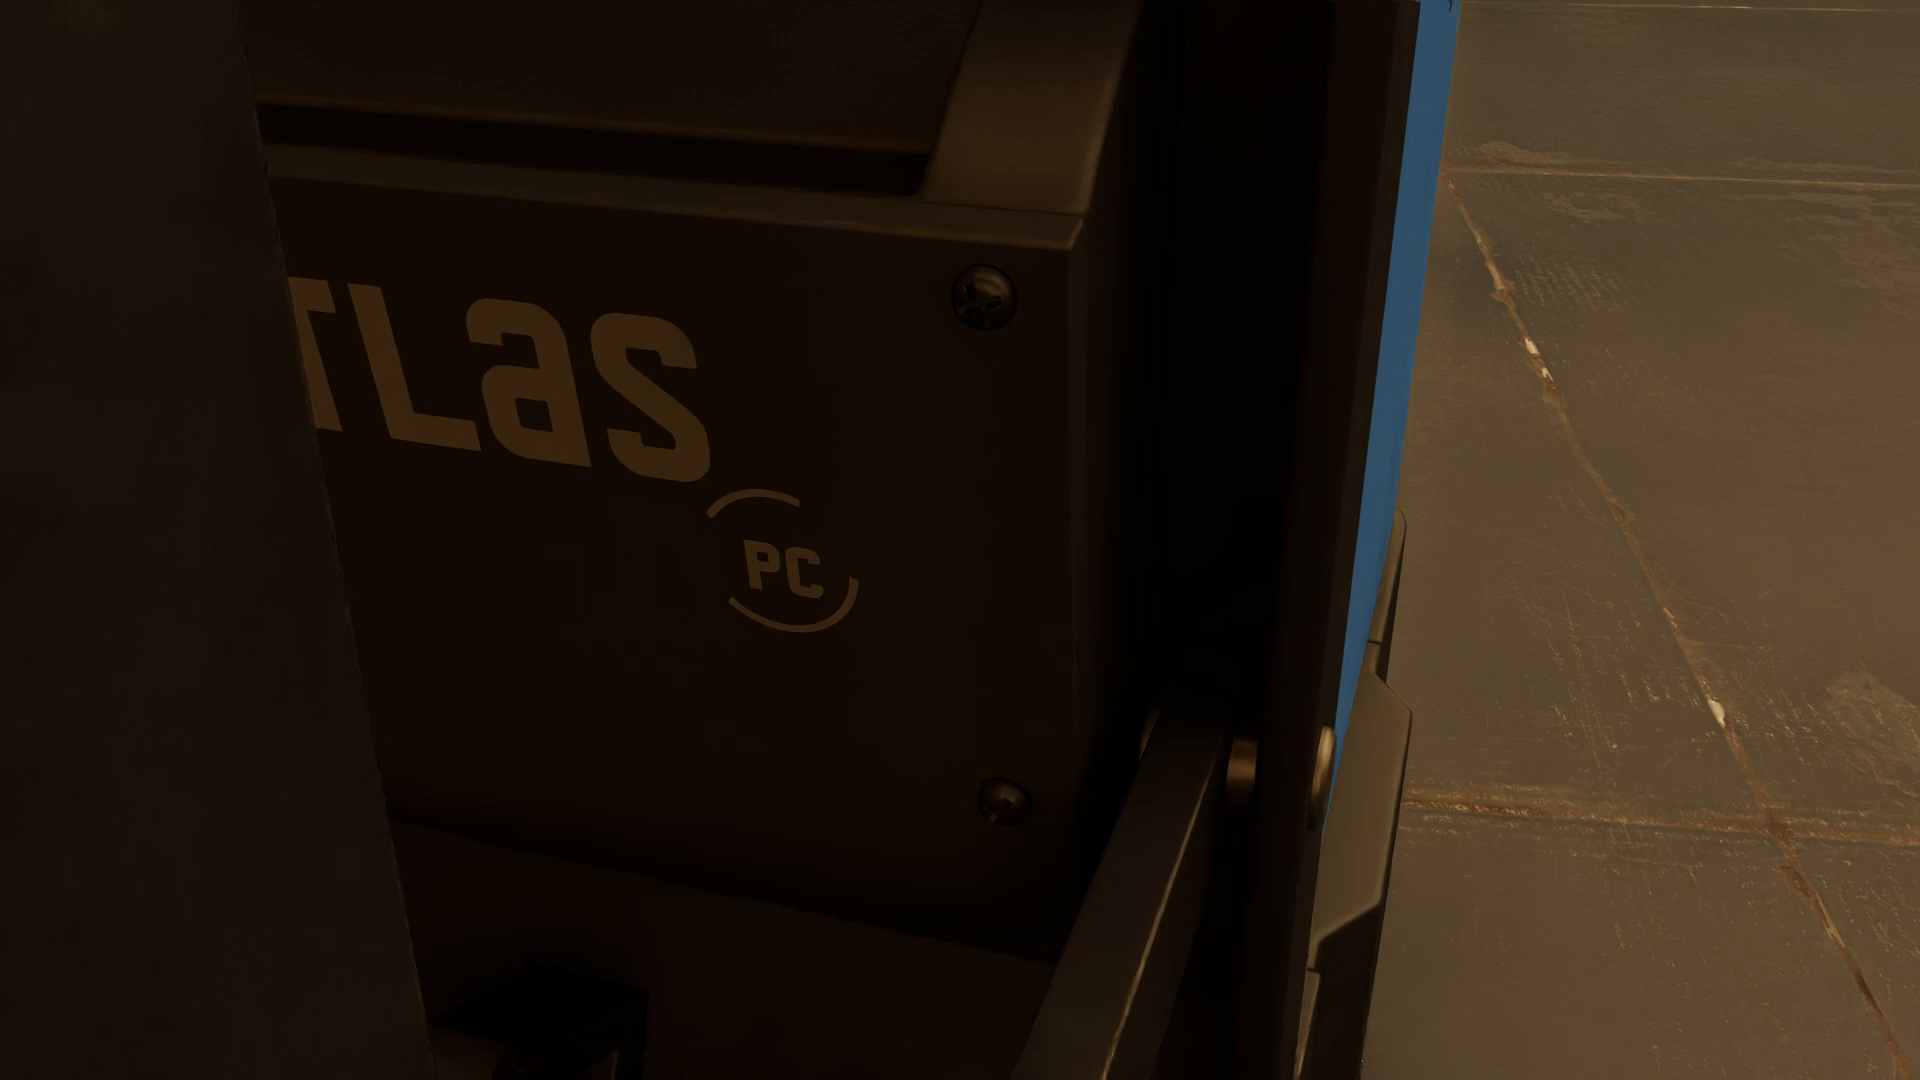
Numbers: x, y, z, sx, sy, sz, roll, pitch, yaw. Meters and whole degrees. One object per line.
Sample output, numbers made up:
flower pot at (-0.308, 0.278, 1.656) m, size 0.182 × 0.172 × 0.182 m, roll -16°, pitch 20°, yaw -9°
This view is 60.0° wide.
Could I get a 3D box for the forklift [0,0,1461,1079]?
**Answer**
forklift at (-0.450, -0.526, 0.271) m, size 1.130 × 2.935 × 3.031 m, roll 8°, pitch 28°, yaw 16°
